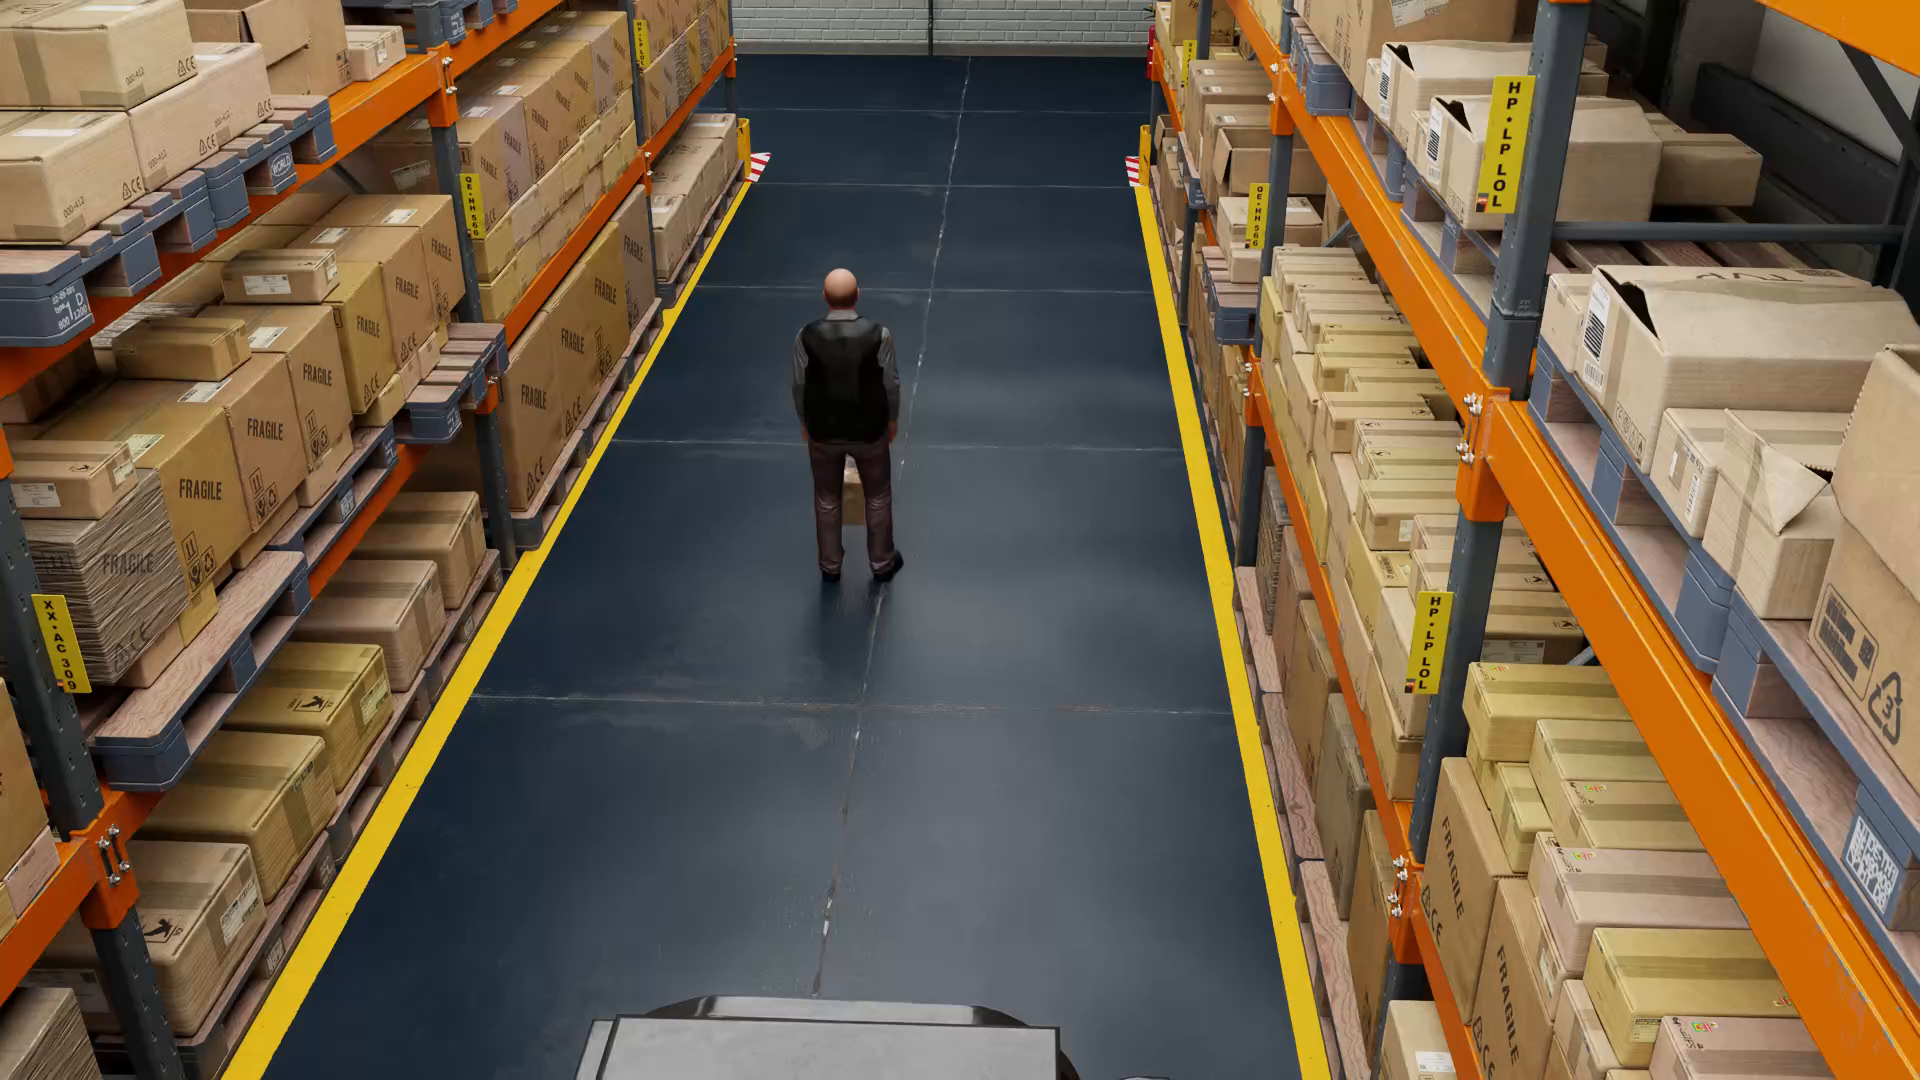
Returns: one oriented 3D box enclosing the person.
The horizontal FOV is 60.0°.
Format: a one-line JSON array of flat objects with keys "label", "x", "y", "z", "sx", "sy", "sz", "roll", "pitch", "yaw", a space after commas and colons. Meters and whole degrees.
[{"label": "person", "x": -0.591, "y": -0.572, "z": 8.730, "sx": 0.565, "sy": 1.723, "sz": 0.423, "roll": 0, "pitch": 28, "yaw": 0}]
